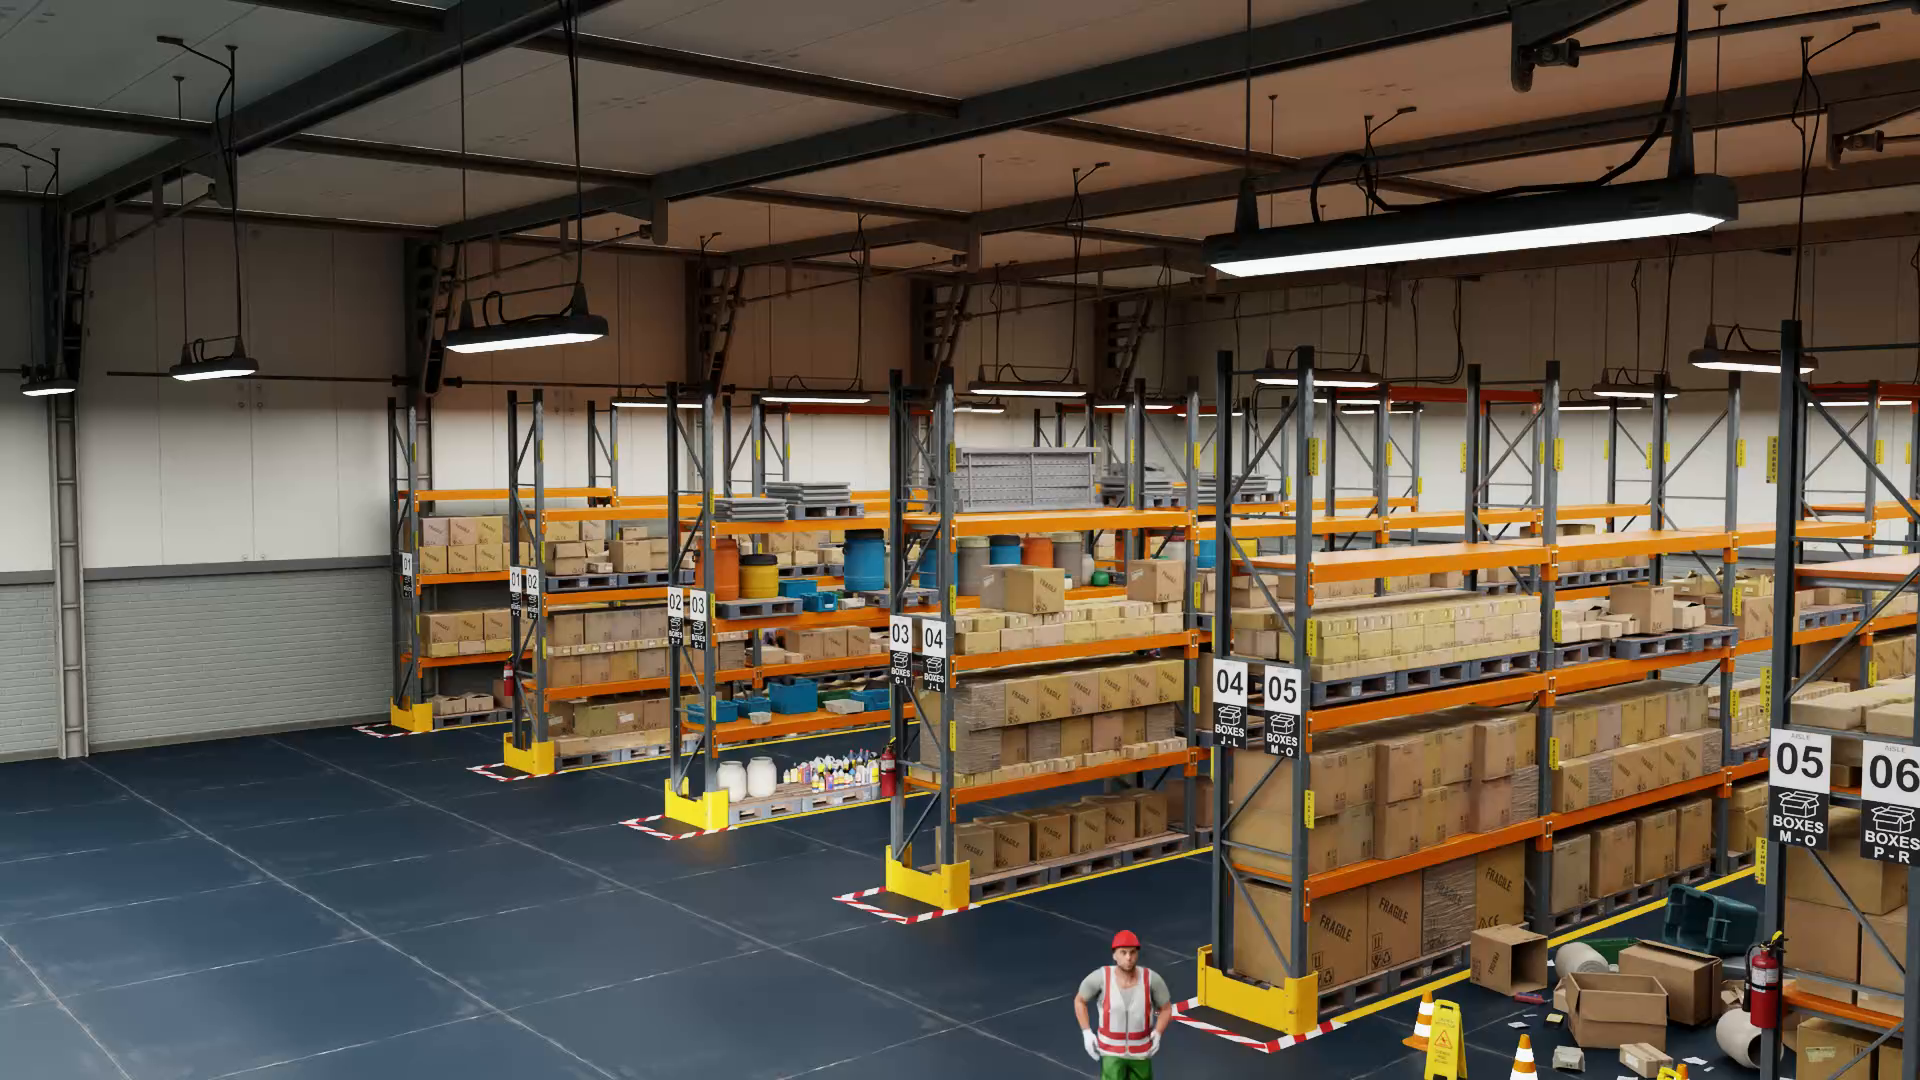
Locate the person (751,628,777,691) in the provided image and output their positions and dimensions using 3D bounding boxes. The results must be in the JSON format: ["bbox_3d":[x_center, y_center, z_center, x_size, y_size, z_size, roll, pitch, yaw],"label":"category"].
[{"bbox_3d":[-3.860,2.213,32.474,0.614,1.575,0.557,3,4,40],"label":"person"}]

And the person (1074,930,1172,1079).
[{"bbox_3d":[1.154,3.603,11.694,0.687,1.772,0.827,0,3,-1],"label":"person"}]

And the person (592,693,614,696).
[{"bbox_3d":[-6.339,2.549,29.835,0.681,1.837,0.829,2,4,30],"label":"person"}]

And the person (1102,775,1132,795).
[{"bbox_3d":[2.171,3.024,23.248,0.826,1.641,0.569,-3,5,-44],"label":"person"}]
